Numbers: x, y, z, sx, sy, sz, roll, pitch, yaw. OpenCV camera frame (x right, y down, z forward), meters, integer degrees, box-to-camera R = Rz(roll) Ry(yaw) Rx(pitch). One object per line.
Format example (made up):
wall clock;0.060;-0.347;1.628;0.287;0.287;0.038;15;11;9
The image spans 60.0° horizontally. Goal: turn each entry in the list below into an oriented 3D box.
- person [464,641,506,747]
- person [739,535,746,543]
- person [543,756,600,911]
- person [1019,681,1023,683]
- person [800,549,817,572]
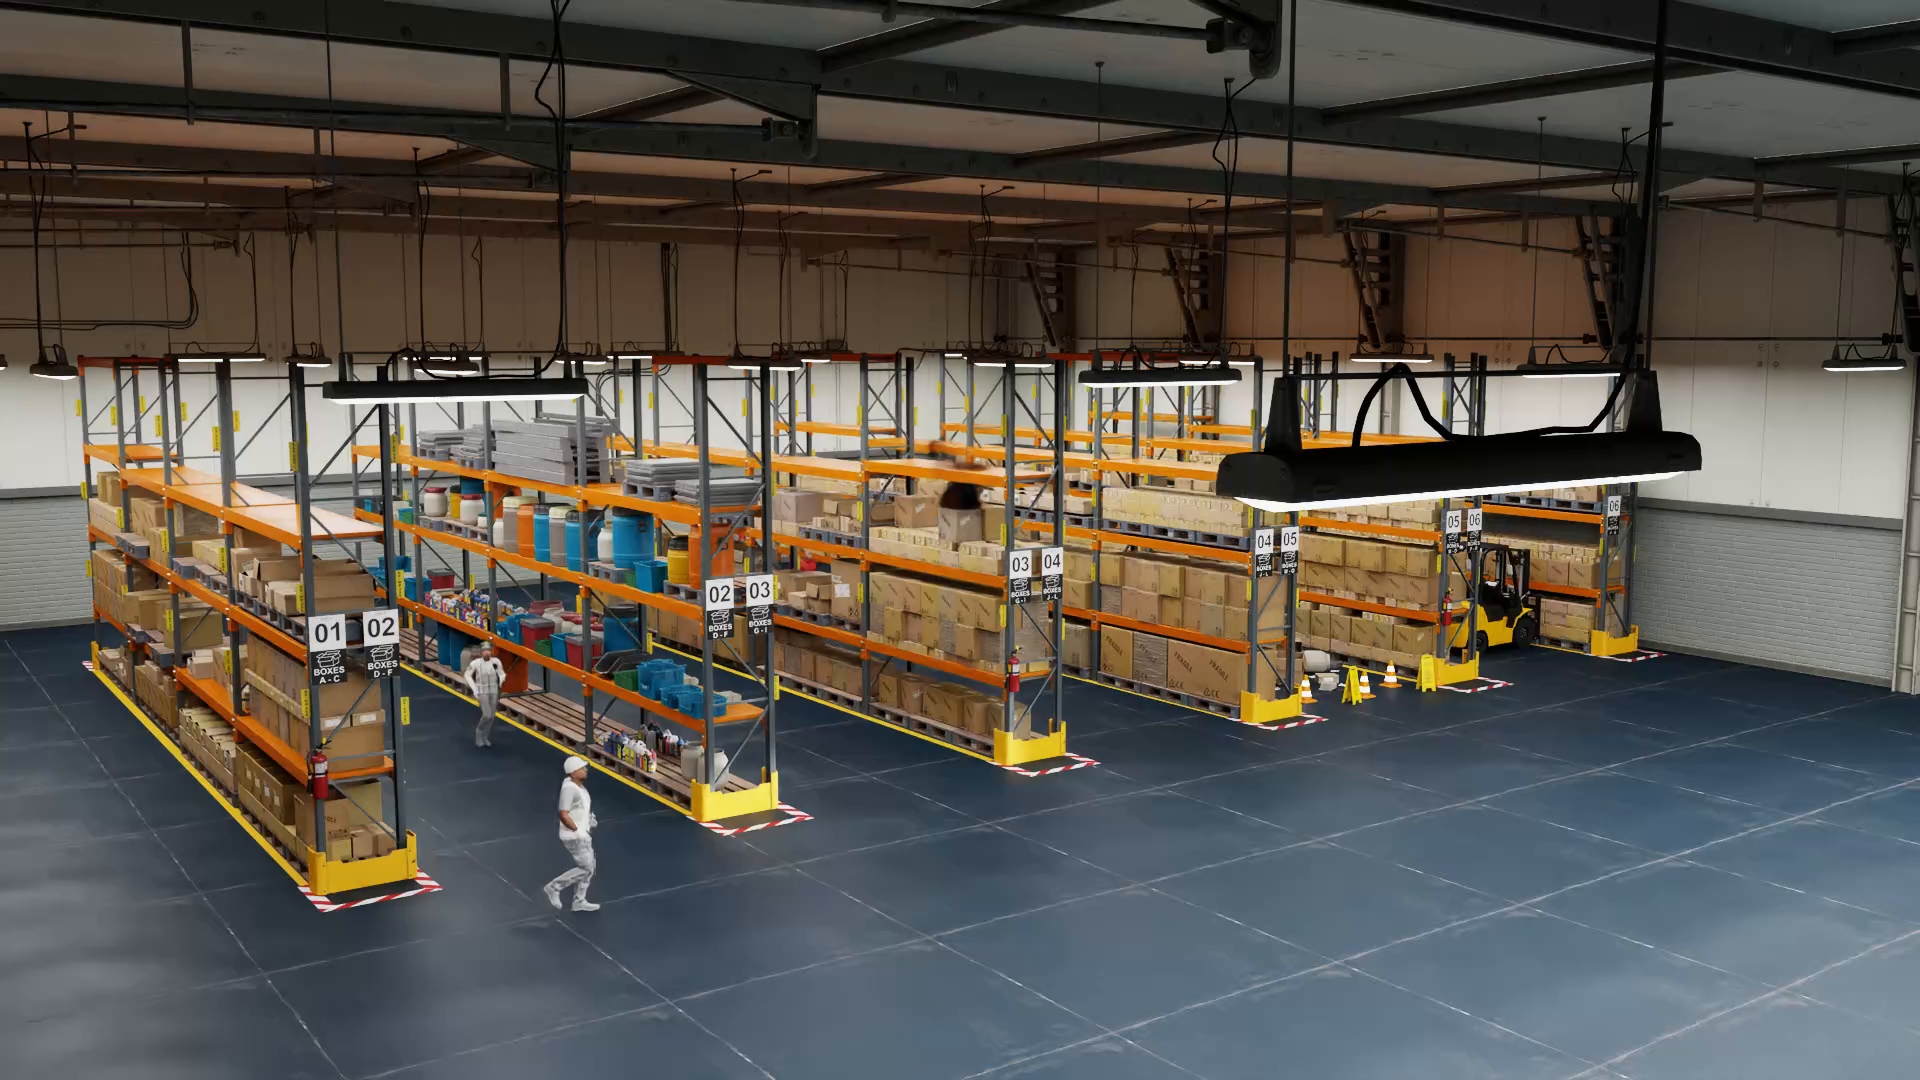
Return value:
person;-7.293;2.382;25.730;0.591;1.666;0.608;-5;8;-34
person;-5.158;0.731;39.184;0.716;1.736;0.746;-1;7;-5
person;-4.306;3.248;18.370;0.604;1.753;0.703;-1;7;-10
person;0.879;1.795;30.752;0.620;1.634;0.804;-6;9;-43
person;-3.338;1.039;36.594;0.665;1.700;0.945;-5;9;-37
